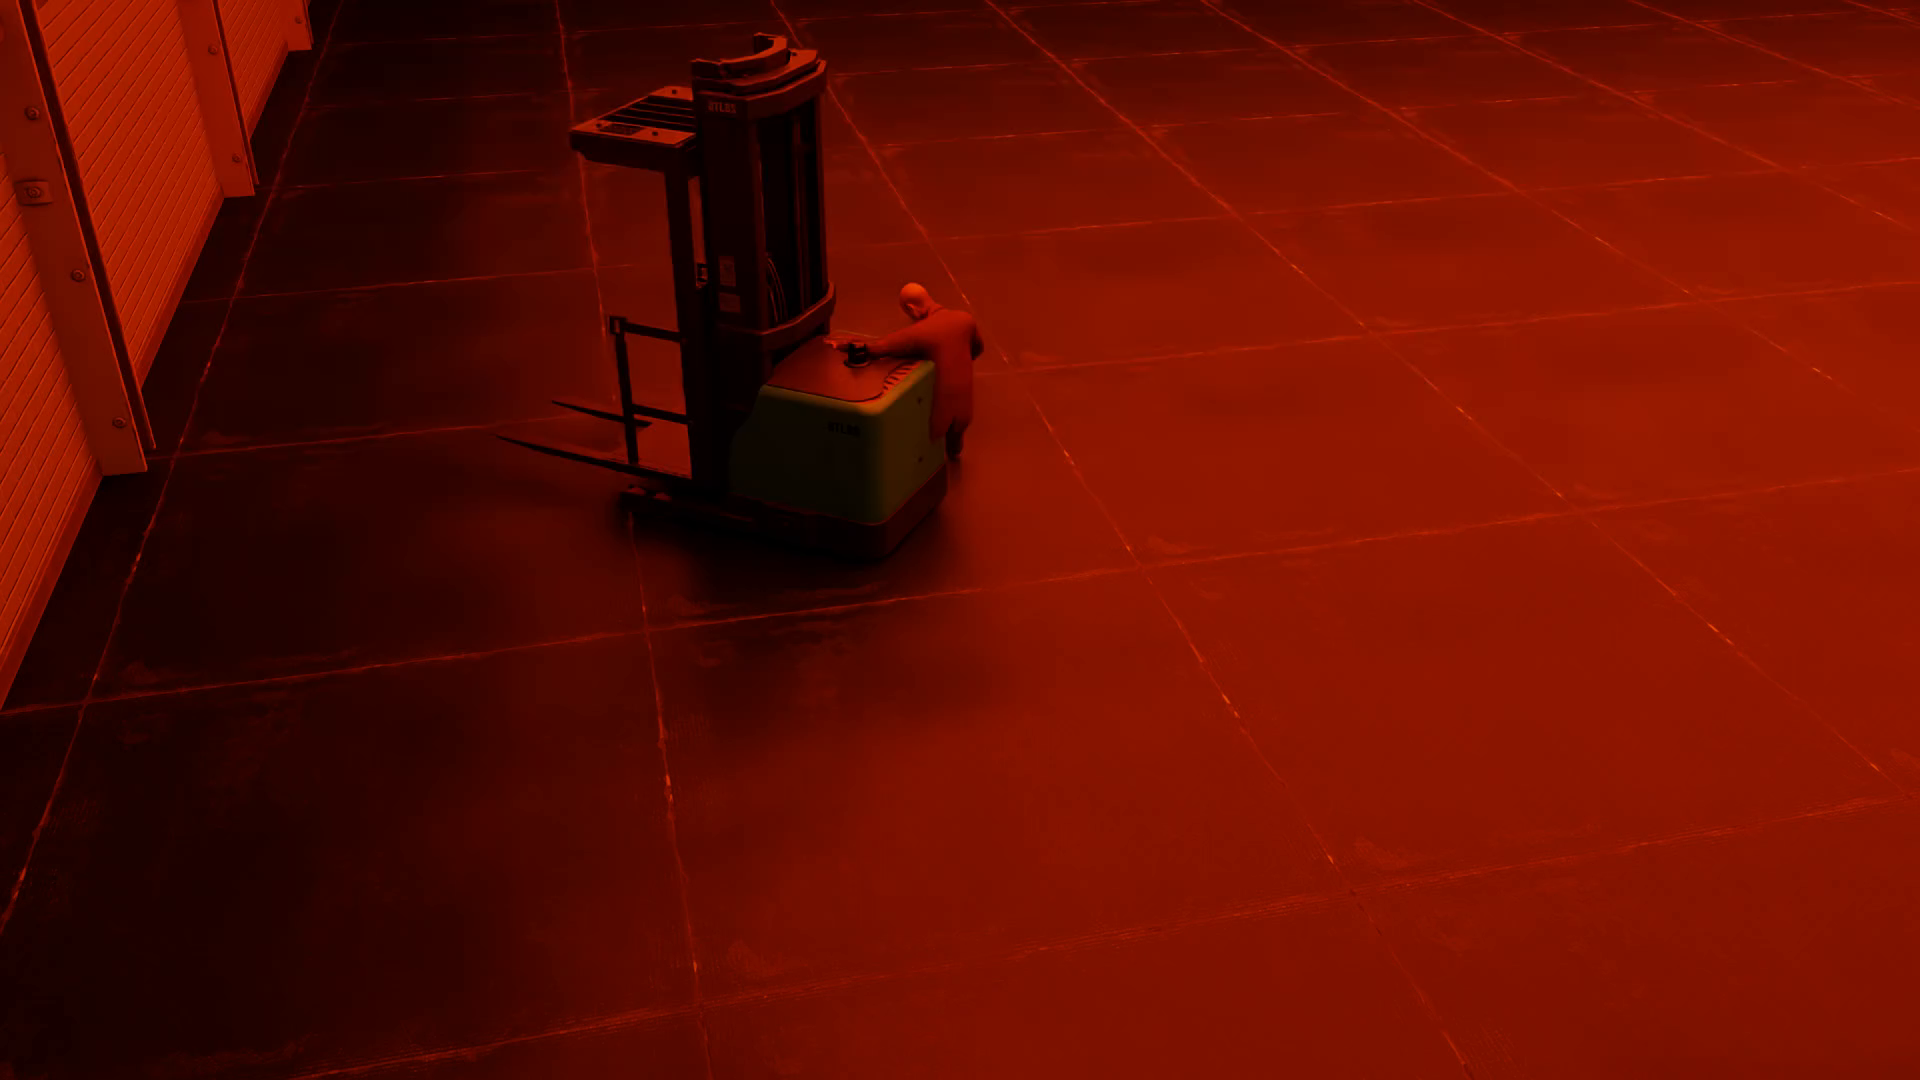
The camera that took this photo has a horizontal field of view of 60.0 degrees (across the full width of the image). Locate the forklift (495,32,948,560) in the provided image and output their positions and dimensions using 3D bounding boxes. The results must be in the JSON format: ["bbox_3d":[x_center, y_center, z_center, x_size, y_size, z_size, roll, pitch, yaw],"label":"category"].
[{"bbox_3d":[-1.642,-1.628,10.387,3.031,2.935,1.130,13,32,21],"label":"forklift"}]

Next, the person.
[{"bbox_3d":[-0.292,-0.939,10.716,1.240,1.441,1.007,-17,34,-27],"label":"person"}]
